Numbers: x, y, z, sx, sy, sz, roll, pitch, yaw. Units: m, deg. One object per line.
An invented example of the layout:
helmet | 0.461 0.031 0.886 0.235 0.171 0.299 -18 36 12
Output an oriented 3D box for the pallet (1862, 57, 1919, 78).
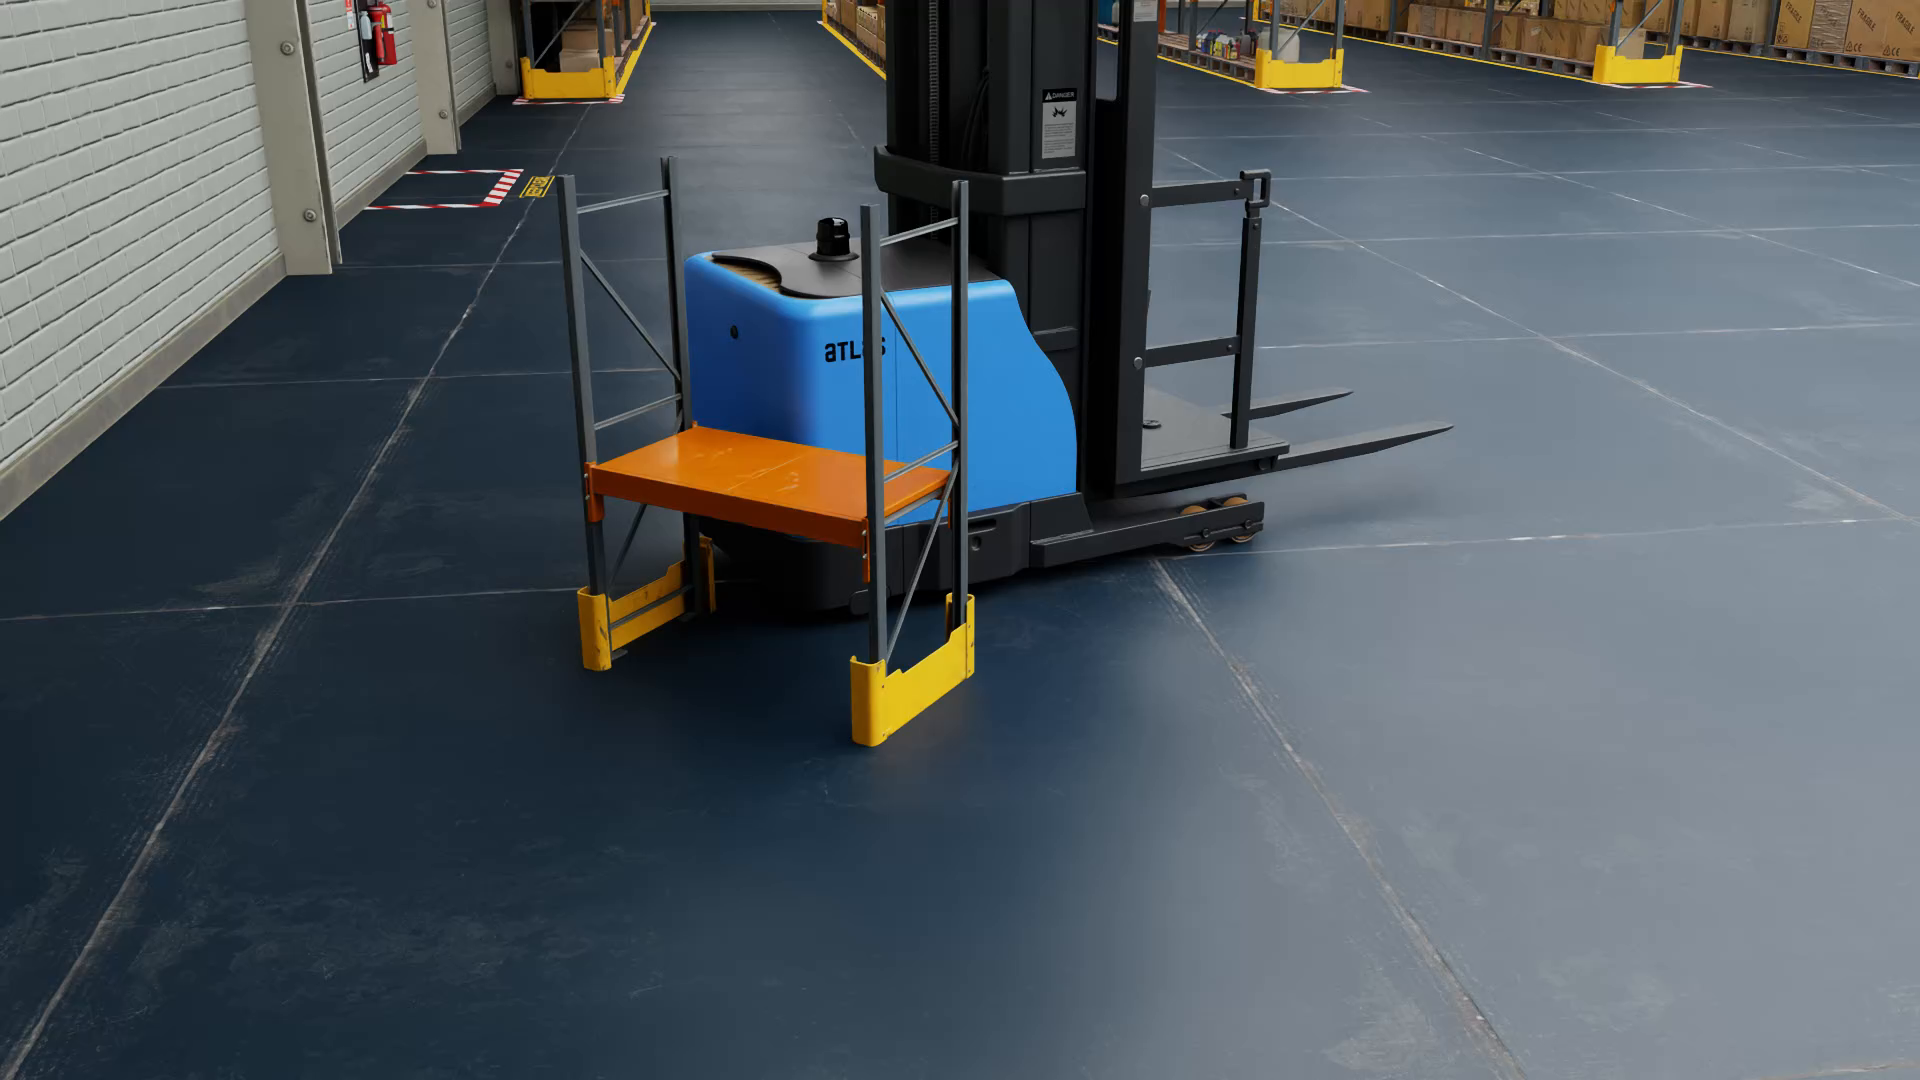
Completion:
pallet | 14.363 -7.093 24.906 1.003 0.211 1.213 -3 21 -8

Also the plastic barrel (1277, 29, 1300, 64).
plastic barrel | 4.561 -6.917 23.405 0.421 0.512 0.421 0 20 0

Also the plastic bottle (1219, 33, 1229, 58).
plastic bottle | 3.976 -7.435 24.992 0.144 0.351 0.185 -2 21 -6

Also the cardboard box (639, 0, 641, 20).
cardboard box | -6.949 -10.959 34.242 0.700 0.500 0.500 -2 21 -6

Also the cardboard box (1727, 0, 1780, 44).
cardboard box | 13.800 -8.865 28.279 1.050 0.750 0.750 -3 21 -8

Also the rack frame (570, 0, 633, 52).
rack frame | -6.225 -9.932 28.521 1.000 3.000 0.127 -3 21 -8

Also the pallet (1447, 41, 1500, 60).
pallet | 8.942 -8.260 28.029 1.003 0.211 1.213 -3 21 -8

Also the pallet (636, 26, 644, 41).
pallet | -6.616 -9.747 32.012 1.003 0.211 1.213 -3 21 -8

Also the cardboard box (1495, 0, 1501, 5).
cardboard box | 12.239 -12.113 37.411 0.380 0.149 0.250 -4 21 -10

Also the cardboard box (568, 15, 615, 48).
cardboard box | -5.929 -8.191 26.804 0.700 0.500 0.500 -3 21 -7

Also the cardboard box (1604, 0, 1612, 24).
cardboard box | 12.978 -10.317 32.524 0.500 0.500 0.500 -2 21 -6

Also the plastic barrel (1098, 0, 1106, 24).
plastic barrel | 3.063 -10.841 33.354 0.600 0.901 0.708 -3 21 -8

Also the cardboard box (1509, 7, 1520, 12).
cardboard box | 12.283 -11.620 36.514 0.380 0.149 0.250 -3 21 -8

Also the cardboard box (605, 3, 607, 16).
cardboard box | -5.917 -8.520 26.612 0.500 0.250 0.500 -4 21 -9

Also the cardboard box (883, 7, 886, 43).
cardboard box | -0.846 -7.536 24.363 0.500 0.500 0.500 -3 21 -8

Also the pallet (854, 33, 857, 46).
pallet | -1.394 -9.137 30.379 1.003 0.211 1.213 -3 21 -8

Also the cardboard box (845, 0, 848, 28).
cardboard box | -1.919 -10.066 31.823 0.500 0.500 0.500 -3 21 -7

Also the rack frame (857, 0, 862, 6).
rack frame | -1.324 -10.183 29.194 1.000 3.000 0.127 -3 21 -8

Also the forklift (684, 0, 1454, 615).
forklift | 0.549 -1.480 5.989 3.031 2.935 1.130 -11 23 -27

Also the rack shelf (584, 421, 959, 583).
rack shelf | -0.555 -0.133 4.943 1.000 0.185 0.538 11 23 28

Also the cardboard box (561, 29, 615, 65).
cardboard box | -5.221 -6.895 23.334 0.700 0.500 0.500 -4 21 -11

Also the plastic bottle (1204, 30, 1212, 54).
plastic bottle | 3.861 -7.712 25.733 0.144 0.351 0.185 -2 21 -6

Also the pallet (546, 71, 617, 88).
pallet | -5.165 -6.165 22.421 1.003 0.211 1.213 -3 21 -8

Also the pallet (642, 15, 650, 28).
pallet | -7.186 -11.123 35.695 1.003 0.211 1.213 -3 21 -8

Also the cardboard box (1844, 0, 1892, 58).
cardboard box | 14.263 -7.864 25.421 0.875 0.875 0.875 -3 21 -9

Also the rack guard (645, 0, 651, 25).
rack guard | -7.382 -11.539 36.397 1.175 0.500 0.348 -3 21 -8

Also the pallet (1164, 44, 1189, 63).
pallet | 4.003 -8.010 27.362 1.003 0.211 1.213 -3 21 -8

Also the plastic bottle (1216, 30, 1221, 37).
plastic bottle | 4.003 -7.719 25.753 0.144 0.351 0.185 -3 21 -8

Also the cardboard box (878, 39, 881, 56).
cardboard box | -0.980 -7.531 25.422 0.500 0.250 0.500 -3 21 -8

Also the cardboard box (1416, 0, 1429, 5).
cardboard box | 8.606 -9.837 30.140 0.500 0.250 0.500 -2 21 -6

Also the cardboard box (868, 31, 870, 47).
cardboard box | -1.239 -8.188 27.182 0.500 0.250 0.500 -2 21 -7

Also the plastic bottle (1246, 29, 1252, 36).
plastic bottle | 4.533 -7.803 25.979 0.144 0.351 0.185 -3 21 -9

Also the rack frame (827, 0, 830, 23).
rack frame | -2.477 -12.953 36.610 1.000 3.000 0.127 -3 21 -8

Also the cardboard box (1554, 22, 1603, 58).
cardboard box | 9.368 -7.577 25.189 0.500 0.500 0.500 -1 21 -3

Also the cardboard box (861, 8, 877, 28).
cardboard box | -1.384 -8.800 28.019 0.500 0.311 0.500 -3 21 -9

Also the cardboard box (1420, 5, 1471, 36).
cardboard box | 8.688 -9.294 29.757 0.700 0.500 0.500 -5 21 -12

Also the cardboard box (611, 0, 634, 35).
cardboard box | -6.201 -9.383 29.523 0.750 0.750 0.750 -3 21 -8

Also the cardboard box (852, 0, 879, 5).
cardboard box | -1.703 -9.901 30.310 0.500 0.250 0.500 -2 21 -6

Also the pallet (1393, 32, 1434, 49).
pallet | 8.591 -9.105 30.291 1.003 0.211 1.213 -3 21 -8

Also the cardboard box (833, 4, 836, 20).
cardboard box | -2.371 -10.957 34.480 0.500 0.311 0.500 -3 21 -8

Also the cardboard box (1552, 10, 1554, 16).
cardboard box | 12.965 -11.461 36.088 0.380 0.149 0.250 -3 21 -8

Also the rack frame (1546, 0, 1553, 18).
rack frame | 12.826 -12.282 34.812 1.000 3.000 0.127 -3 21 -8

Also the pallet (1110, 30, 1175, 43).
pallet | 3.423 -9.396 31.072 1.003 0.211 1.213 -3 21 -8

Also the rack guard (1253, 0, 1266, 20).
rack guard | 7.323 -12.289 38.404 1.175 0.500 0.348 -3 21 -8

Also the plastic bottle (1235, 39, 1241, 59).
plastic bottle | 4.129 -7.303 24.737 0.061 0.283 0.133 -3 21 -8

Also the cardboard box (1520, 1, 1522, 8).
cardboard box | 12.419 -11.652 36.175 0.380 0.149 0.250 -3 21 -7

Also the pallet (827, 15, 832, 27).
pallet | -2.350 -11.344 36.288 1.003 0.211 1.213 -3 21 -8

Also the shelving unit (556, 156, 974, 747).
shelving unit | -0.563 -0.303 4.884 1.083 1.500 0.587 11 23 28

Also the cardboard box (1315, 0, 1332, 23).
cardboard box | 8.015 -11.047 33.944 1.225 0.875 0.875 -3 21 -8

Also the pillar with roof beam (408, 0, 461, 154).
pillar with roof beam | -0.904 -8.311 15.607 9.100 9.000 0.400 -3 21 -8

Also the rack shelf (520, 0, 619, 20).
rack shelf | -5.360 -7.518 23.085 1.077 0.370 4.000 -3 21 -8
